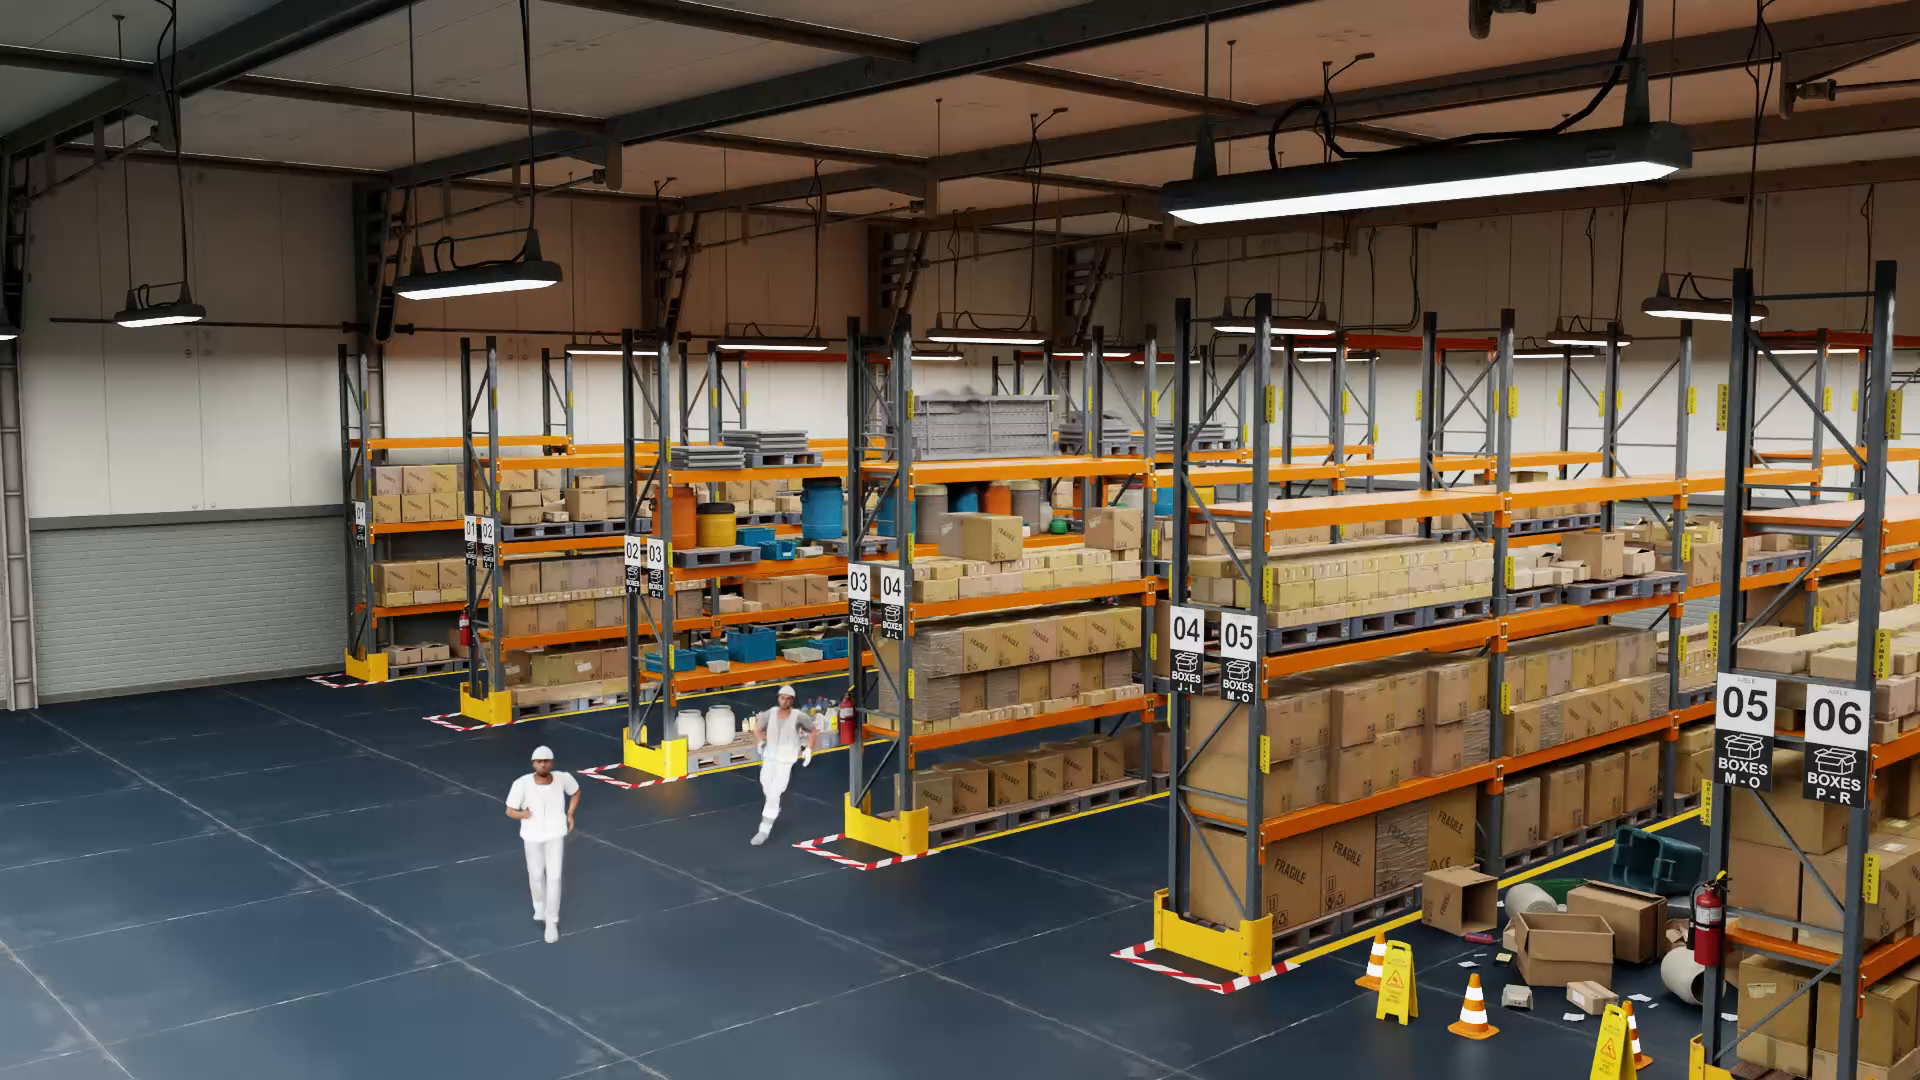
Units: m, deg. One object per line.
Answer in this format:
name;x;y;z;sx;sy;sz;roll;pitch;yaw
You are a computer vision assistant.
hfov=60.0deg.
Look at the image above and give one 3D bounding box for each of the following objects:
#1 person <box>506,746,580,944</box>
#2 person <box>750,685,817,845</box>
person;-3.966;2.851;15.852;0.692;1.805;0.785;-1;5;-13
person;-2.073;2.551;19.189;0.718;1.764;0.979;2;5;16
